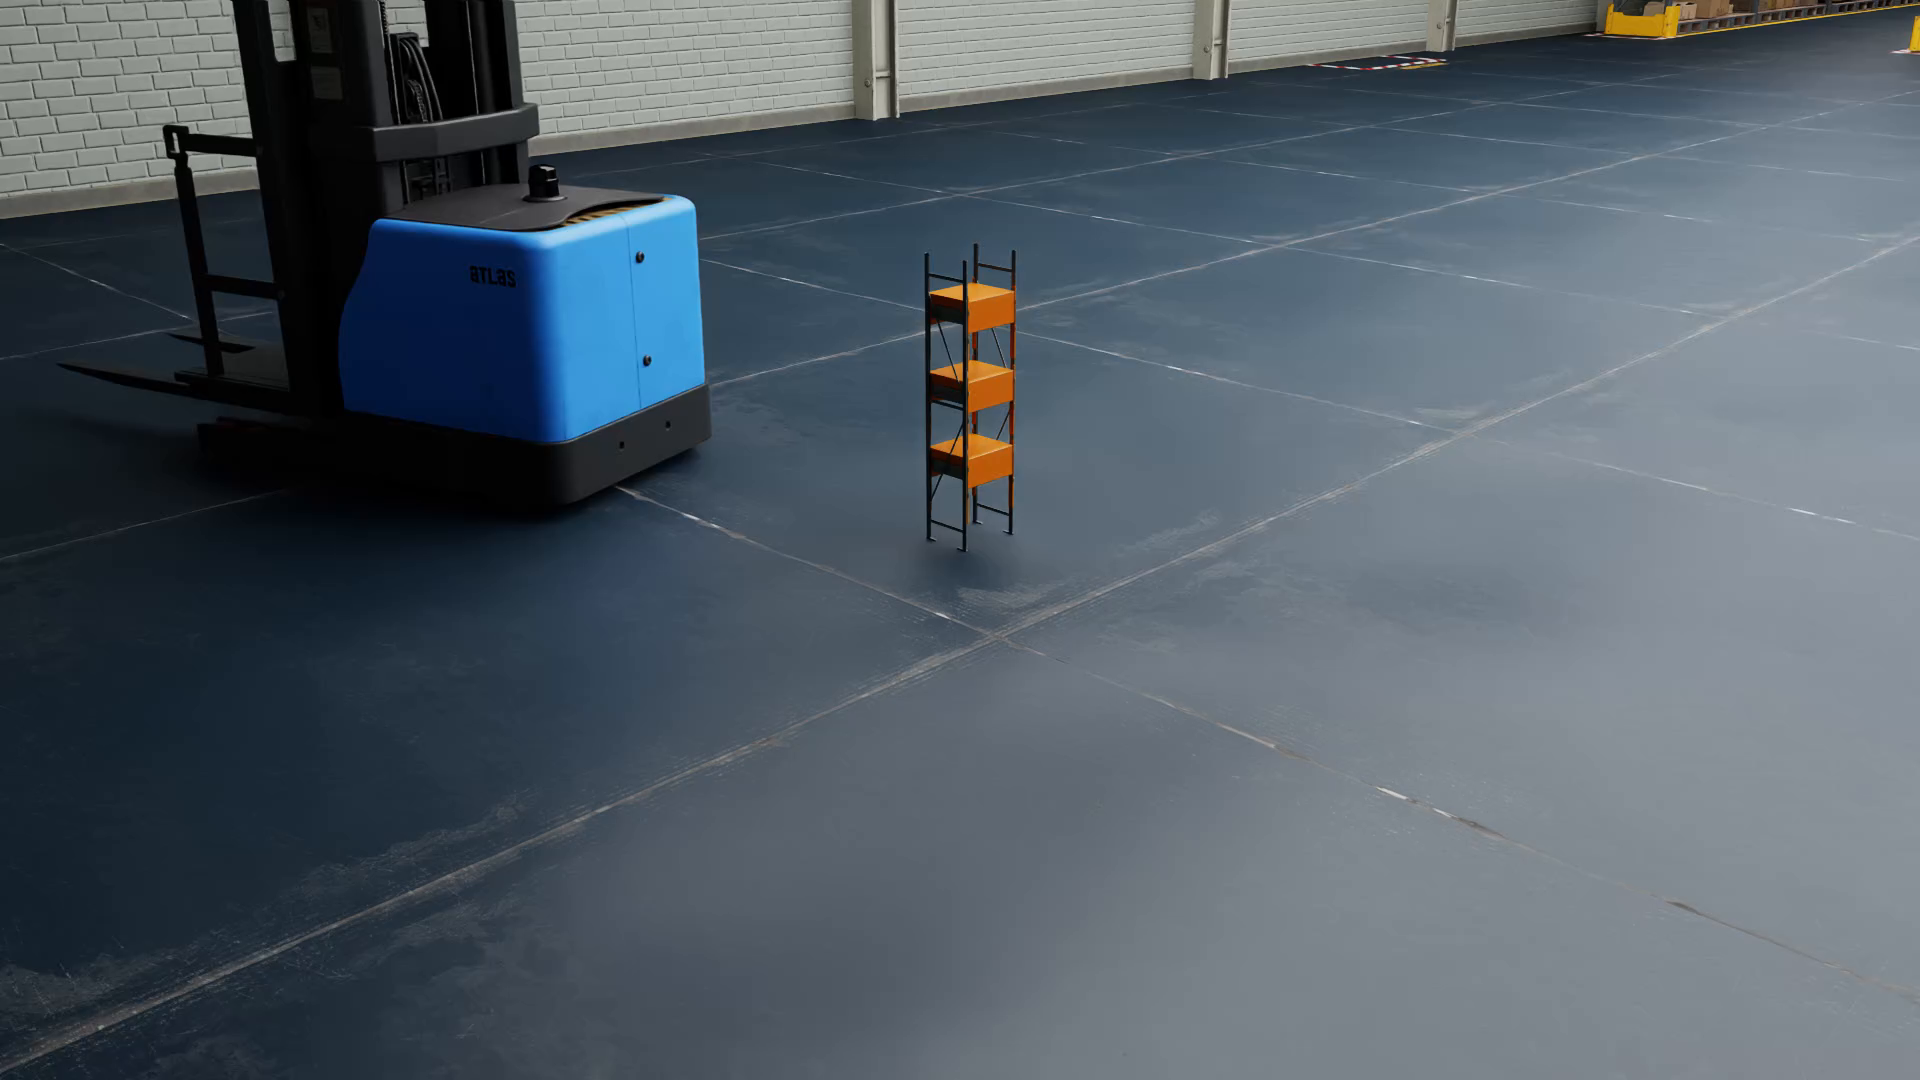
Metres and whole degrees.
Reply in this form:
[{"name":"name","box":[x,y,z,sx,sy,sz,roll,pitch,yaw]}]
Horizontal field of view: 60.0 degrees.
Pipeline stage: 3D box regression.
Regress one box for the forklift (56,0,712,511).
[{"name":"forklift","box":[-2.599,-1.828,6.744,3.031,2.935,1.130,10,23,25]}]

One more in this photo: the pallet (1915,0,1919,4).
[{"name":"pallet","box":[21.601,-12.458,38.193,1.003,0.211,1.213,19,28,41]}]

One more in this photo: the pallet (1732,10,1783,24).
[{"name":"pallet","box":[15.125,-10.111,32.087,1.003,0.211,1.213,19,28,41]}]

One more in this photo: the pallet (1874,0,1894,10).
[{"name":"pallet","box":[19.679,-11.750,36.350,1.003,0.211,1.213,19,28,41]}]

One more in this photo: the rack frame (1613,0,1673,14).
[{"name":"rack frame","box":[11.792,-10.184,28.390,1.000,3.000,0.127,19,28,41]}]

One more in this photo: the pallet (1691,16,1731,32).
[{"name":"pallet","box":[13.288,-9.414,30.273,1.003,0.211,1.213,19,28,41]}]

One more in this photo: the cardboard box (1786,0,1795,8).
[{"name":"cardboard box","box":[16.139,-10.843,32.975,0.700,0.500,0.500,19,28,40]}]

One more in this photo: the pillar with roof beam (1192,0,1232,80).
[{"name":"pillar with roof beam","box":[6.374,-9.219,17.516,9.100,9.000,0.400,19,28,41]}]

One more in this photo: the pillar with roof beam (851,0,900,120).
[{"name":"pillar with roof beam","box":[2.189,-7.676,13.504,9.100,9.000,0.400,19,28,41]}]

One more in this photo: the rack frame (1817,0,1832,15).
[{"name":"rack frame","box":[17.373,-12.240,33.740,1.000,3.000,0.127,19,28,41]}]

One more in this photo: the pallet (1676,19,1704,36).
[{"name":"pallet","box":[12.437,-9.102,29.461,1.003,0.211,1.213,19,28,41]}]

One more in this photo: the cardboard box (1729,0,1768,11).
[{"name":"cardboard box","box":[15.084,-10.444,31.937,0.500,0.500,0.700,-19,28,-40]}]

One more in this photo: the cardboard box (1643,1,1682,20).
[{"name":"cardboard box","box":[12.340,-9.290,29.197,0.500,0.311,0.500,15,26,35]}]

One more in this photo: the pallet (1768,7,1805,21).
[{"name":"pallet","box":[15.976,-10.426,32.907,1.003,0.211,1.213,19,28,41]}]

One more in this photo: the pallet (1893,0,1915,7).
[{"name":"pallet","box":[20.750,-12.143,37.373,1.003,0.211,1.213,19,28,41]}]

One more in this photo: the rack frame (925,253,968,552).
[{"name":"rack frame","box":[-0.048,-0.472,5.840,0.200,1.050,0.008,19,28,41]}]

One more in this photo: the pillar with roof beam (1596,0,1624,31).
[{"name":"pillar with roof beam","box":[14.745,-12.303,25.542,9.100,9.000,0.400,19,28,41]}]

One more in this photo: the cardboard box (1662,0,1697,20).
[{"name":"cardboard box","box":[12.737,-9.436,29.579,0.500,0.311,0.500,-17,27,-38]}]

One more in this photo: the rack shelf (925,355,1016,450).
[{"name":"rack shelf","box":[0.037,-0.494,5.926,0.215,0.259,0.240,19,28,41]}]

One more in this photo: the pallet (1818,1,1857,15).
[{"name":"pallet","box":[17.977,-11.123,34.718,1.003,0.211,1.213,19,28,41]}]

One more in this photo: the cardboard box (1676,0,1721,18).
[{"name":"cardboard box","box":[13.285,-9.701,30.003,0.700,0.500,0.500,17,27,37]}]

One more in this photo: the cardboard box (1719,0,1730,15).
[{"name":"cardboard box","box":[13.887,-9.974,30.714,0.500,0.500,0.500,17,27,37]}]

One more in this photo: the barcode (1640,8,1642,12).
[{"name":"barcode","box":[12.066,-9.399,29.468,0.001,0.075,0.075,19,28,41]}]

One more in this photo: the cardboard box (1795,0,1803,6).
[{"name":"cardboard box","box":[16.466,-10.978,33.325,0.700,0.500,0.500,19,28,41]}]

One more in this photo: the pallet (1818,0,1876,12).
[{"name":"pallet","box":[18.828,-11.435,35.530,1.003,0.211,1.213,19,28,41]}]

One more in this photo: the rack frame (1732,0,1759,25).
[{"name":"rack frame","box":[14.583,-11.212,31.065,1.000,3.000,0.127,19,28,41]}]

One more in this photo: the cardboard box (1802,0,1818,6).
[{"name":"cardboard box","box":[16.908,-11.081,33.594,0.500,0.500,0.700,-20,29,-41]}]

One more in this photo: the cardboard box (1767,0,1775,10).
[{"name":"cardboard box","box":[15.409,-10.590,32.316,0.700,0.500,0.500,19,28,40]}]

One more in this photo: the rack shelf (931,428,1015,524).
[{"name":"rack shelf","box":[0.037,-0.234,6.026,0.215,0.259,0.240,19,28,41]}]

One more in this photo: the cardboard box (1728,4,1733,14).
[{"name":"cardboard box","box":[14.231,-9.950,31.117,0.380,0.166,0.250,15,26,34]}]

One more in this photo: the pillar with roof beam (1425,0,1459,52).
[{"name":"pillar with roof beam","box":[10.560,-10.761,21.529,9.100,9.000,0.400,19,28,41]}]

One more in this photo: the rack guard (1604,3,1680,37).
[{"name":"rack guard","box":[11.845,-9.037,28.889,1.175,0.500,0.348,19,28,41]}]

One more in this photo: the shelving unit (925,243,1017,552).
[{"name":"shelving unit","box":[0.037,-0.504,5.922,0.215,1.050,0.252,19,28,41]}]

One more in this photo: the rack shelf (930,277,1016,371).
[{"name":"rack shelf","box":[0.037,-0.759,5.824,0.215,0.259,0.240,19,28,41]}]

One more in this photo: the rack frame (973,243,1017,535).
[{"name":"rack frame","box":[0.122,-0.535,6.004,0.200,1.050,0.008,19,28,41]}]

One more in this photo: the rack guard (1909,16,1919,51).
[{"name":"rack guard","box":[15.327,-7.772,25.599,1.175,0.500,0.348,19,28,41]}]

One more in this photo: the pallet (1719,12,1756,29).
[{"name":"pallet","box":[14.140,-9.729,31.093,1.003,0.211,1.213,19,28,41]}]

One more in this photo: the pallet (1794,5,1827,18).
[{"name":"pallet","box":[16.827,-10.738,33.719,1.003,0.211,1.213,19,28,41]}]

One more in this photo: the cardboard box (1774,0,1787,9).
[{"name":"cardboard box","box":[15.794,-10.711,32.631,0.700,0.500,0.500,20,28,41]}]
